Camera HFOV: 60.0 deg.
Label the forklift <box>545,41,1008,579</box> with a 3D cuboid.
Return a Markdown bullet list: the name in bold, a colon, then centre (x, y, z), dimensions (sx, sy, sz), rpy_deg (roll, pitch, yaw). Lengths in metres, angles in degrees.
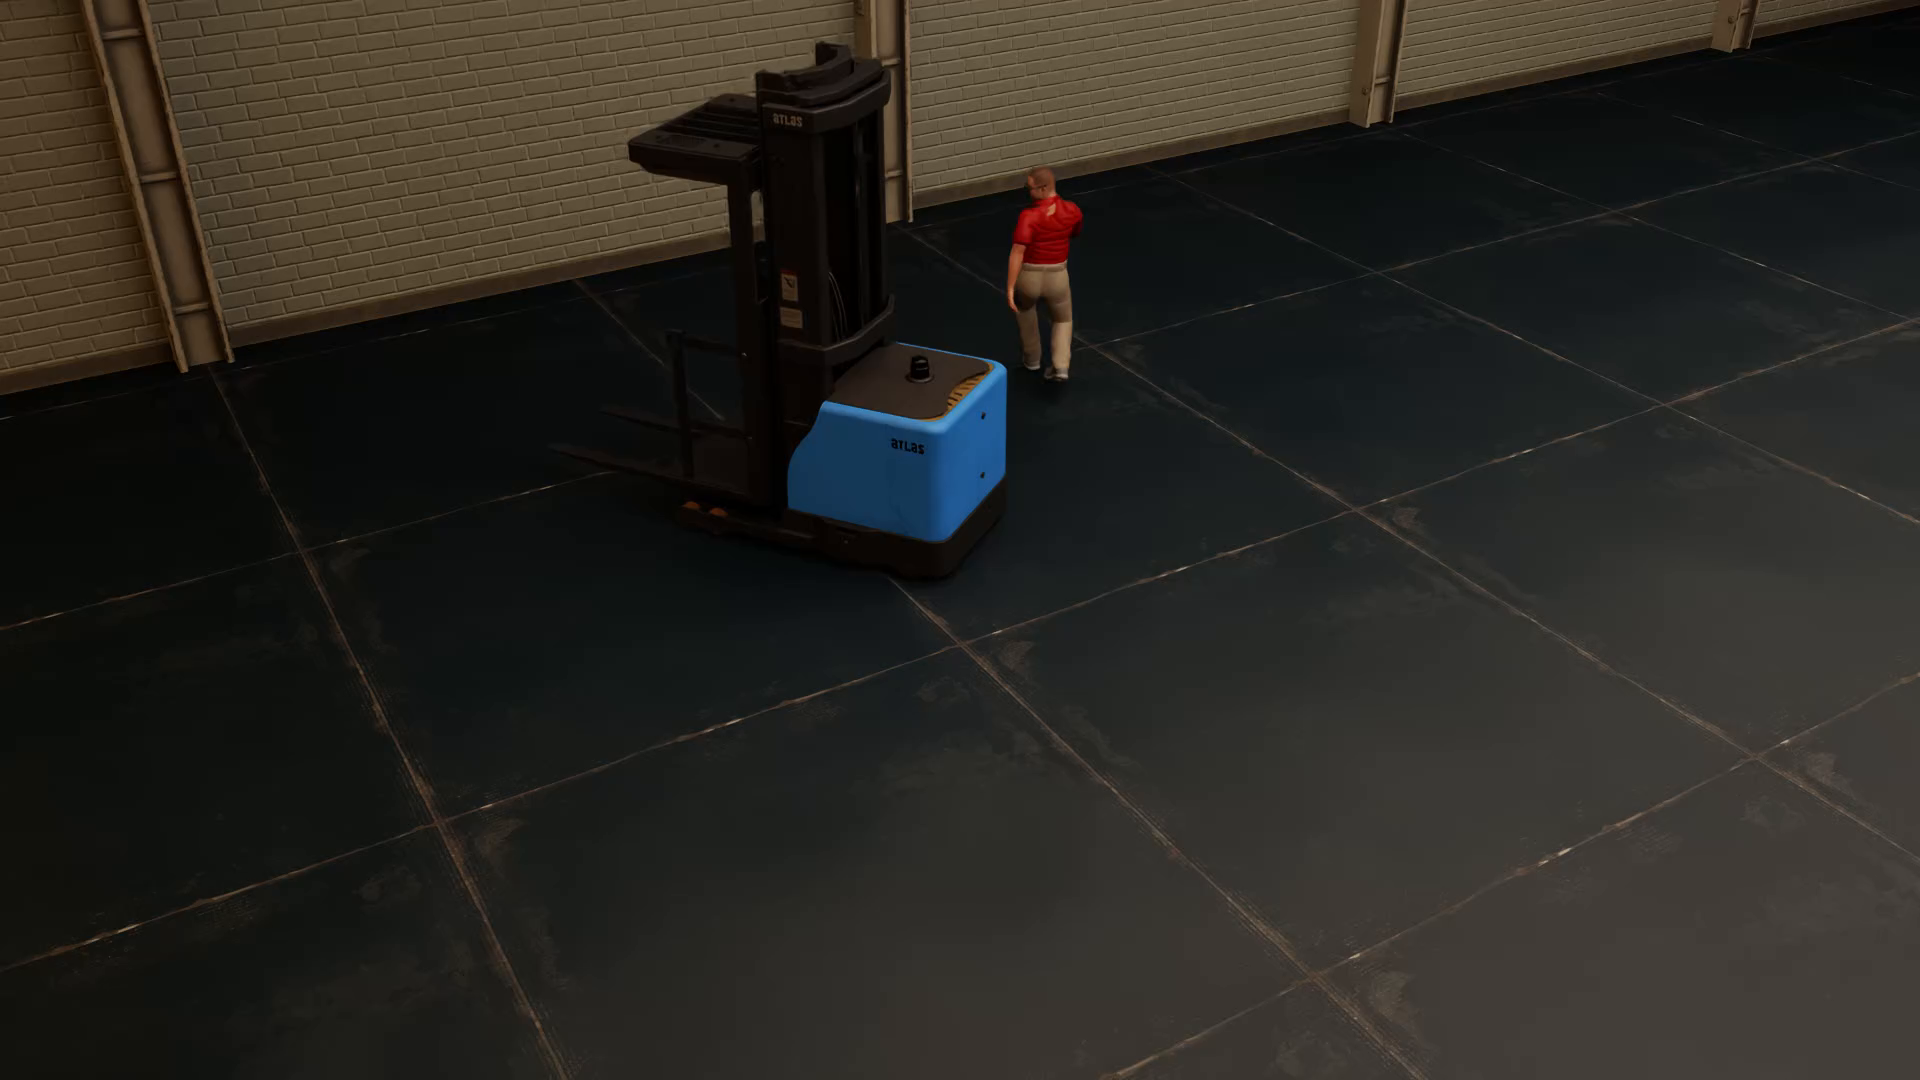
- **forklift**: centre (-1.257, -1.523, 10.190), dimensions (3.031, 2.935, 1.130), rpy_deg (13, 33, 21)

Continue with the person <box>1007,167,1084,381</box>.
- **person**: centre (0.600, -1.917, 12.126), dimensions (0.598, 1.651, 0.842), rpy_deg (-3, 31, -4)
